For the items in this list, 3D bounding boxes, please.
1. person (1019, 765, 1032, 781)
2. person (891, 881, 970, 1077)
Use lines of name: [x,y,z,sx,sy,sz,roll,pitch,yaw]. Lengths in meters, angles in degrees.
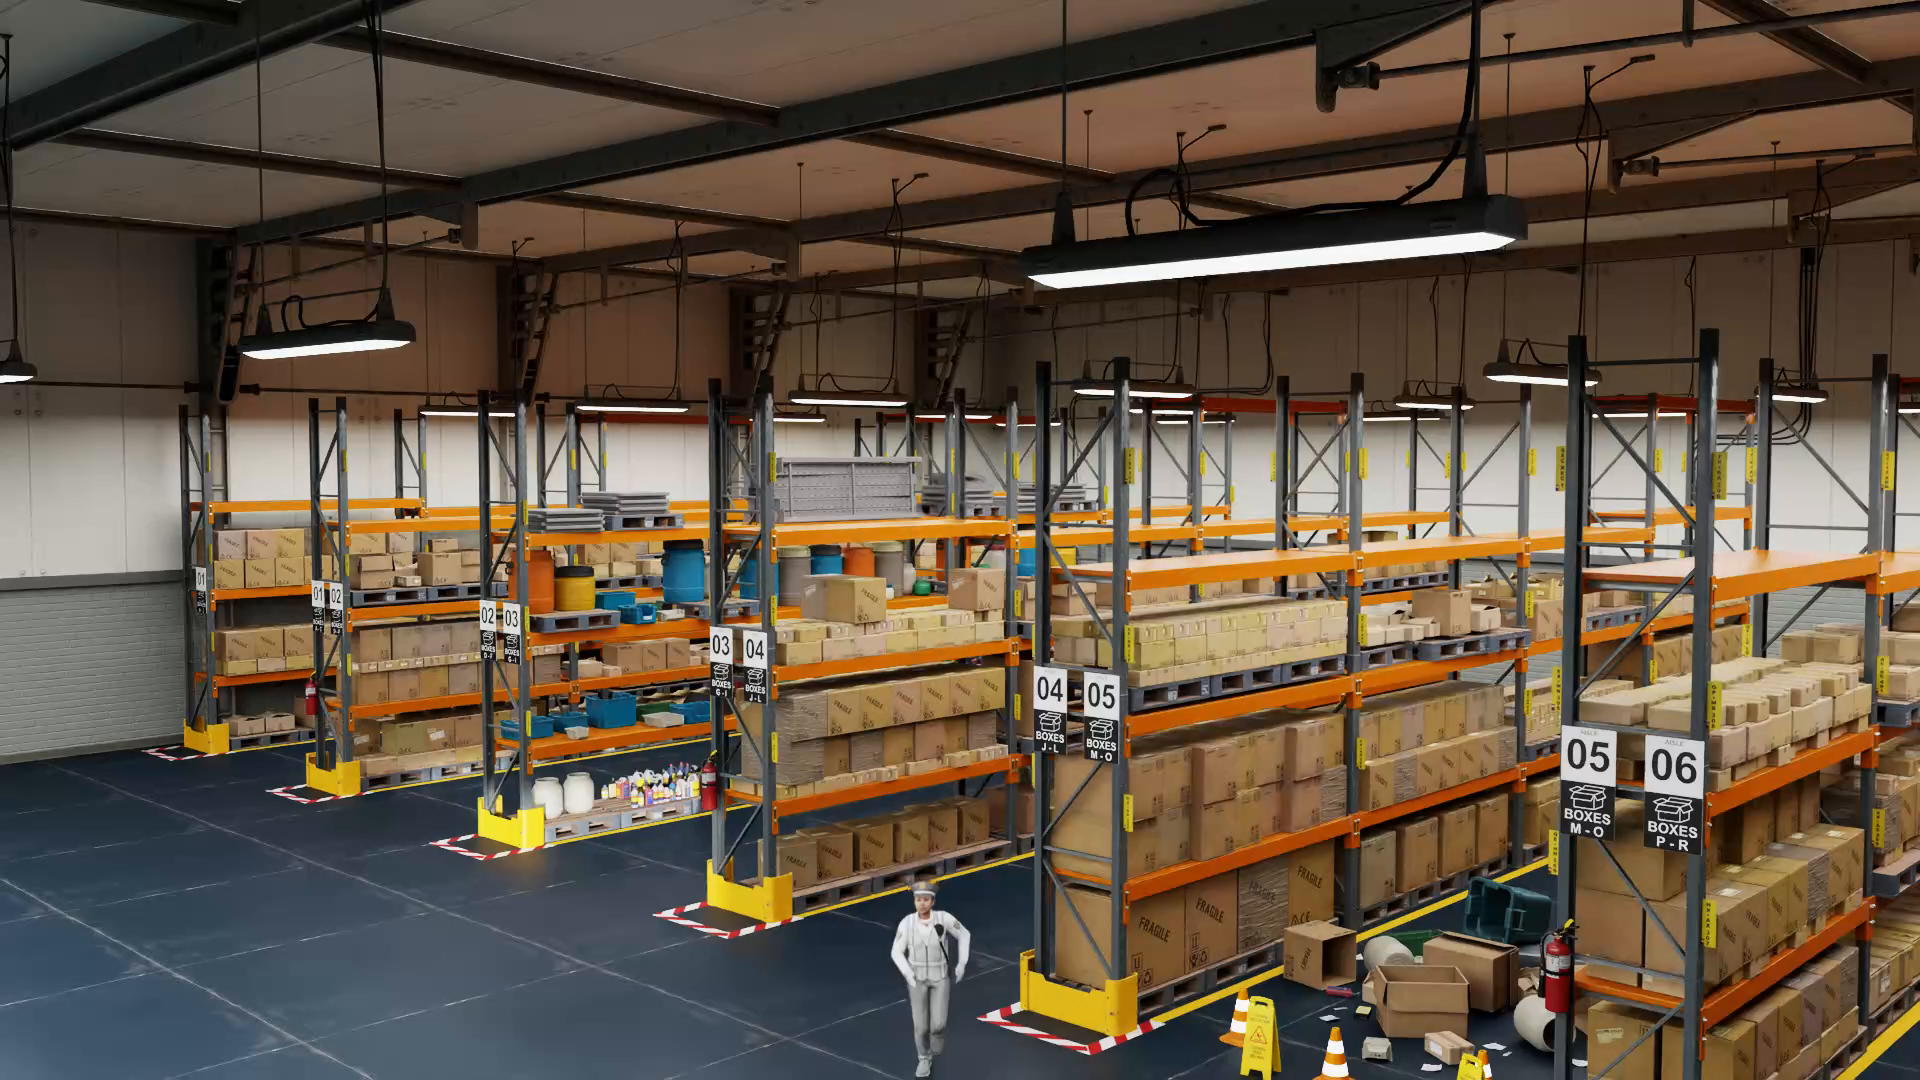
person: [0.870,2.970,25.195,0.641,1.815,0.777,3,4,42]
person: [-0.248,3.624,13.693,0.641,1.651,0.604,0,3,4]
